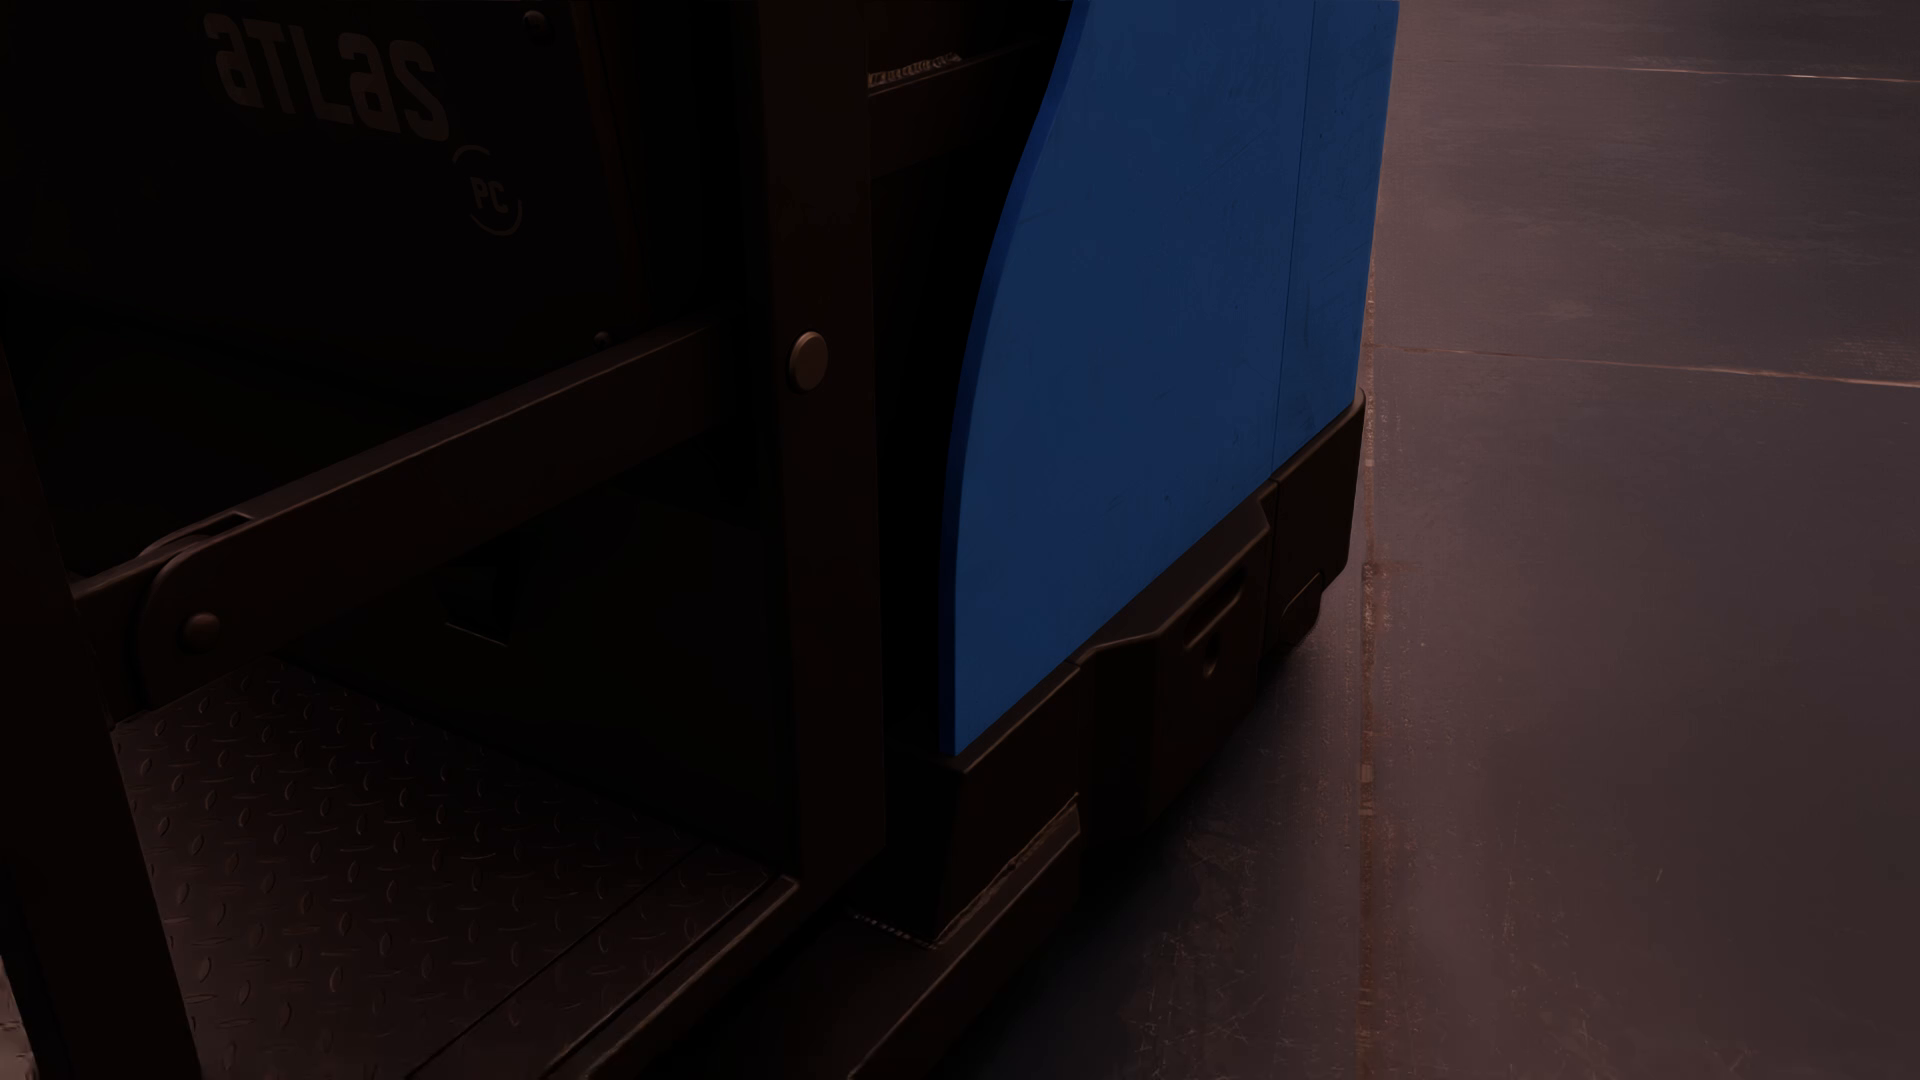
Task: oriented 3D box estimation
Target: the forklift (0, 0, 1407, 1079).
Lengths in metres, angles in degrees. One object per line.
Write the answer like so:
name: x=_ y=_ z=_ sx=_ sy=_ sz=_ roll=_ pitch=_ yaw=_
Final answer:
forklift: x=-0.666 y=-0.802 z=0.837 sx=1.130 sy=2.935 sz=3.031 roll=16 pitch=31 yaw=29
